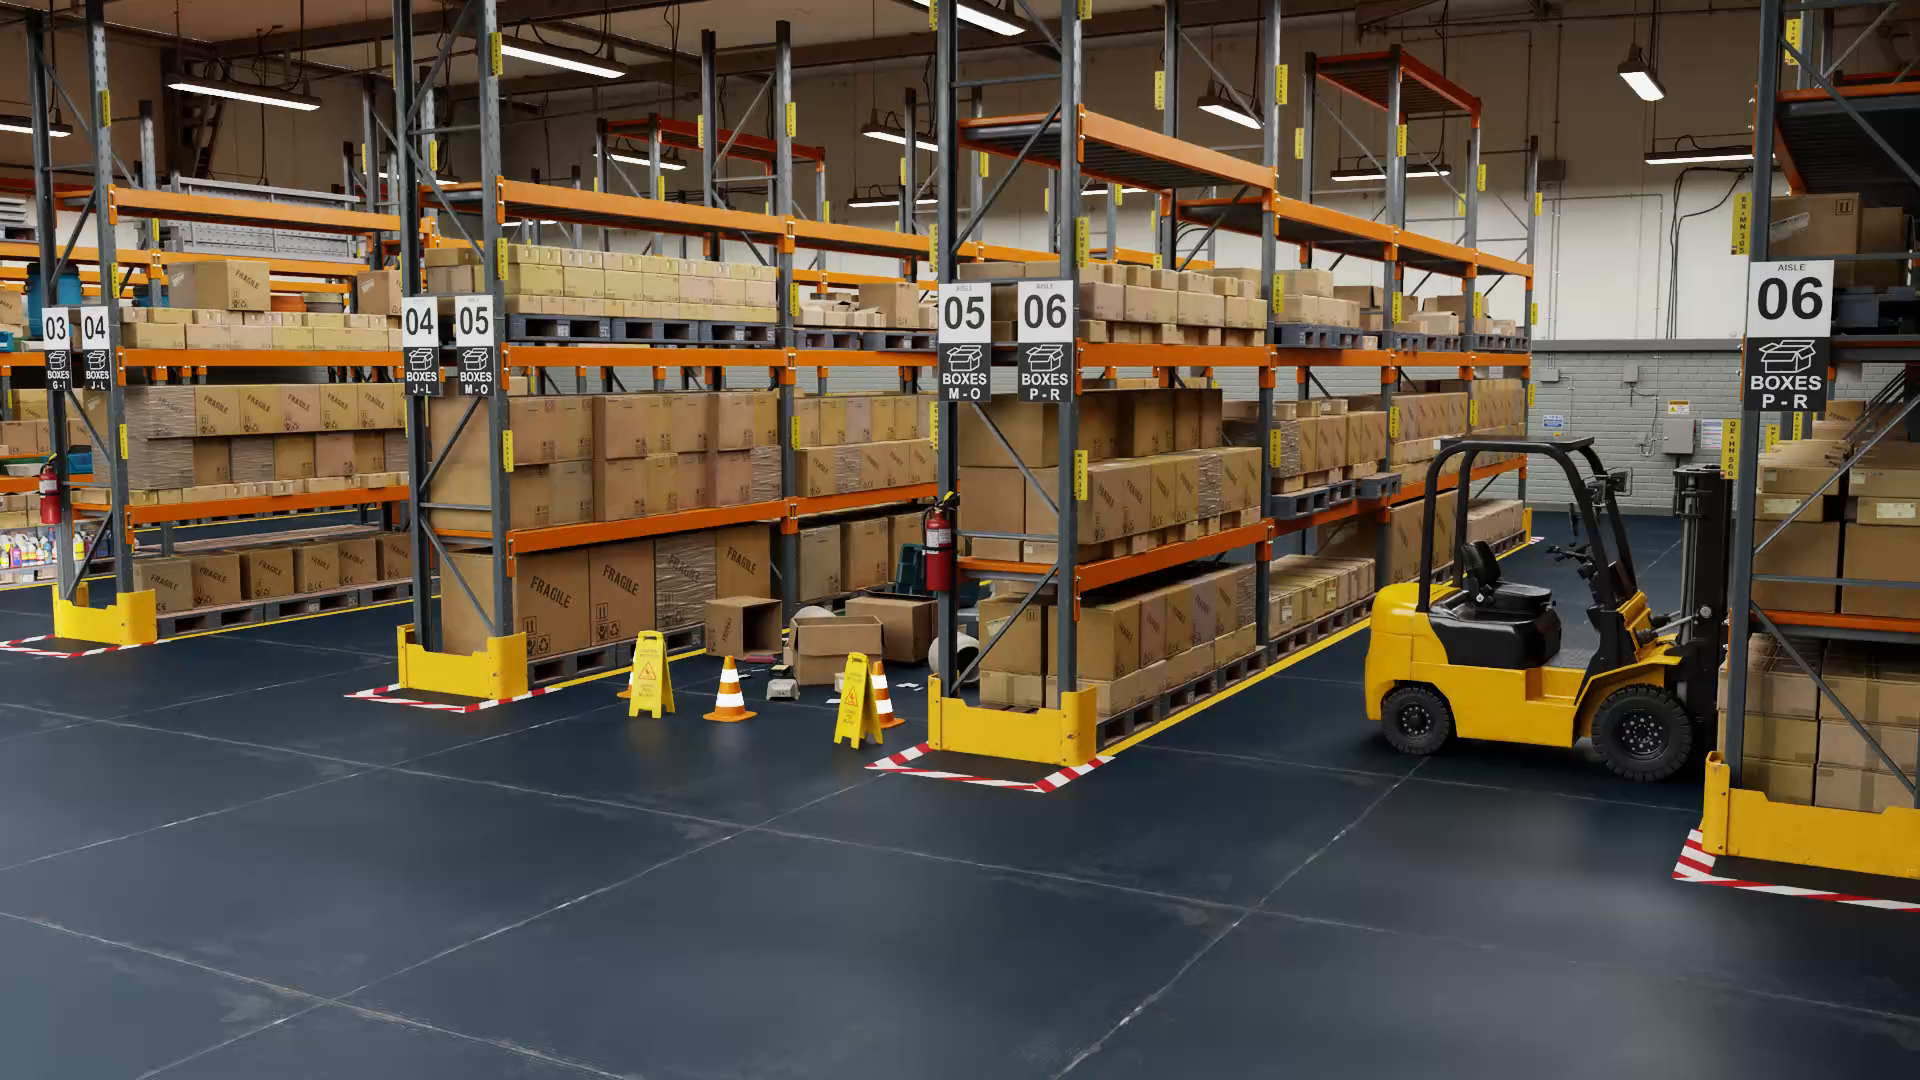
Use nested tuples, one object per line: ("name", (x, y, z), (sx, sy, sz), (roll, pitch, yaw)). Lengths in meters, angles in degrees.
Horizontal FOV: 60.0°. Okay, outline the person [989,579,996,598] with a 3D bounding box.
("person", (0.557, 0.234, 18.967), (0.461, 0.865, 0.850), (3, 7, 25))
